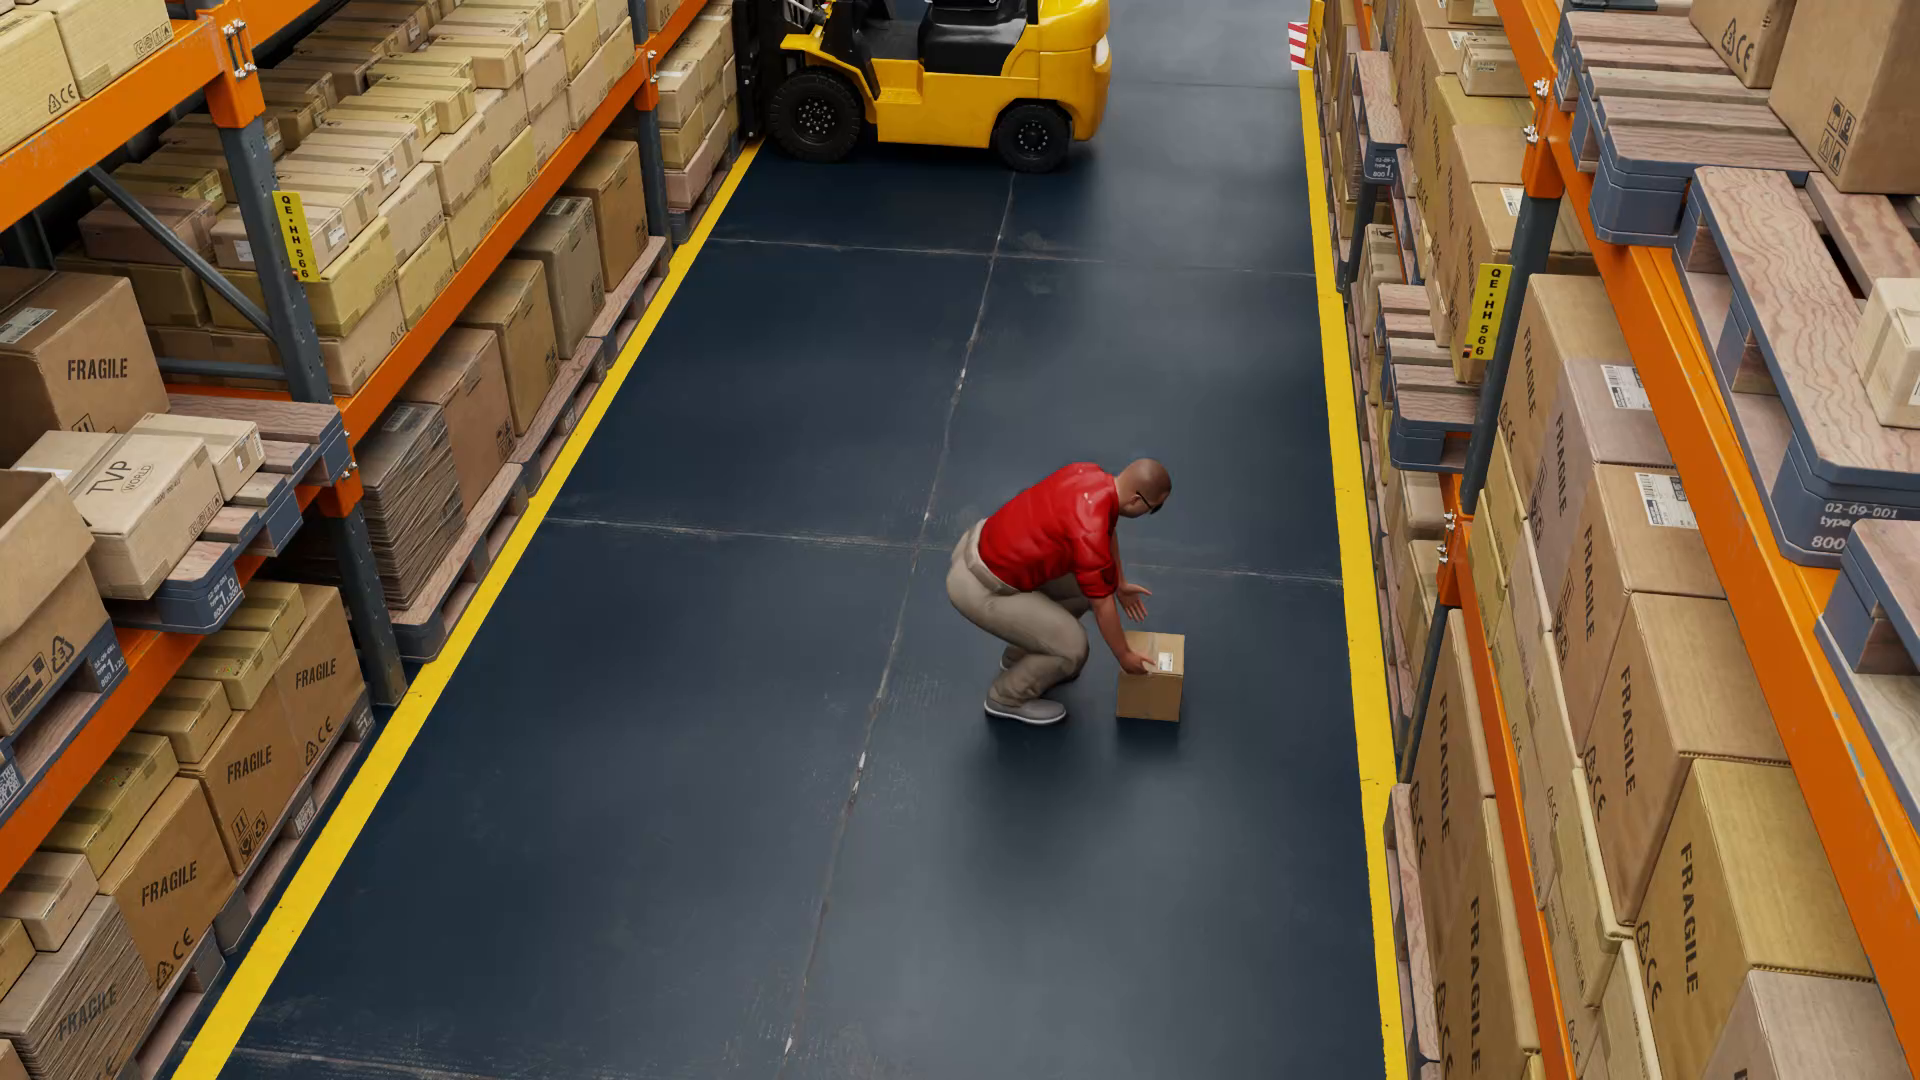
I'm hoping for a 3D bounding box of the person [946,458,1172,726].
[{"bbox_3d":[0.373,0.152,6.480,0.830,1.114,0.576,4,36,6],"label":"person"}]
